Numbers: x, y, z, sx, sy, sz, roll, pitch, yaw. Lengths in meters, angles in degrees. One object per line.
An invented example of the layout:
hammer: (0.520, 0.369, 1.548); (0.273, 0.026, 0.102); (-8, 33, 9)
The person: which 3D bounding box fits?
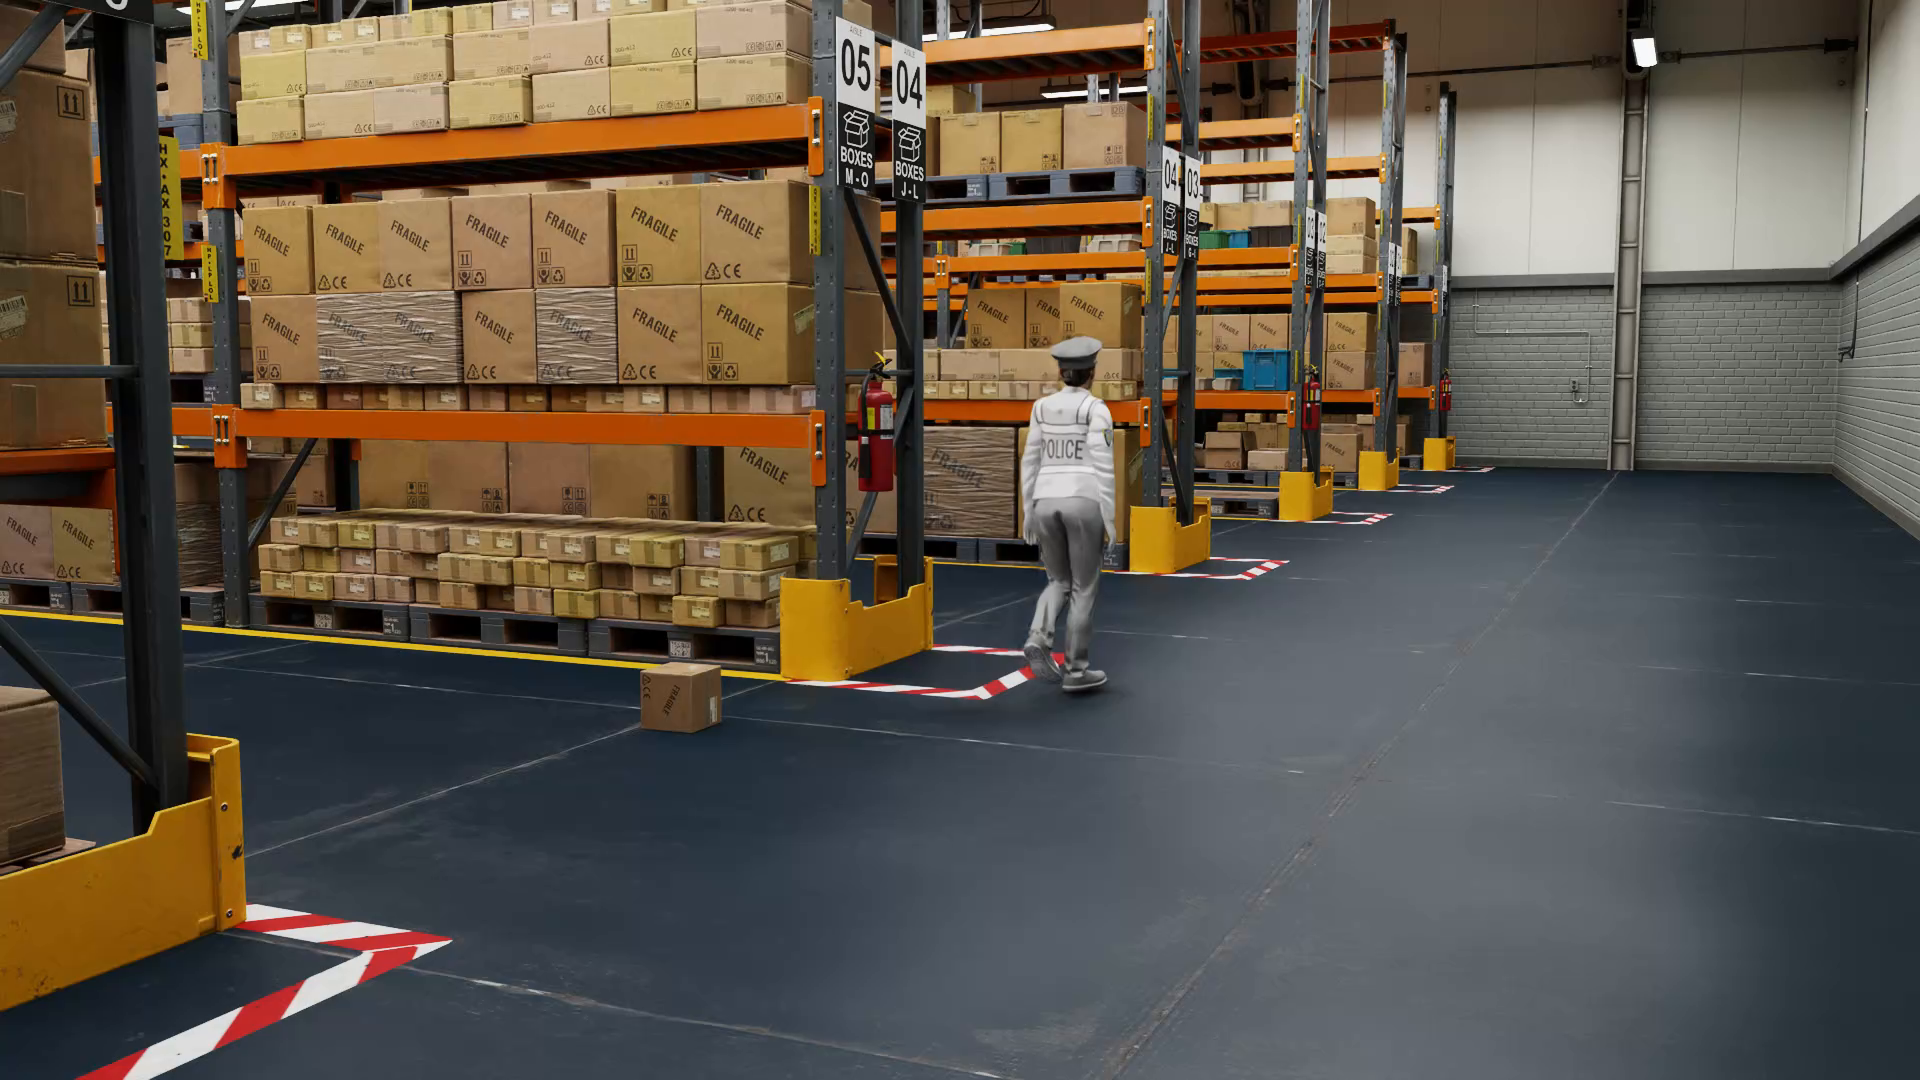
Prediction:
person: (0.476, -0.128, 7.825); (0.518, 1.660, 0.497); (4, 7, 37)
